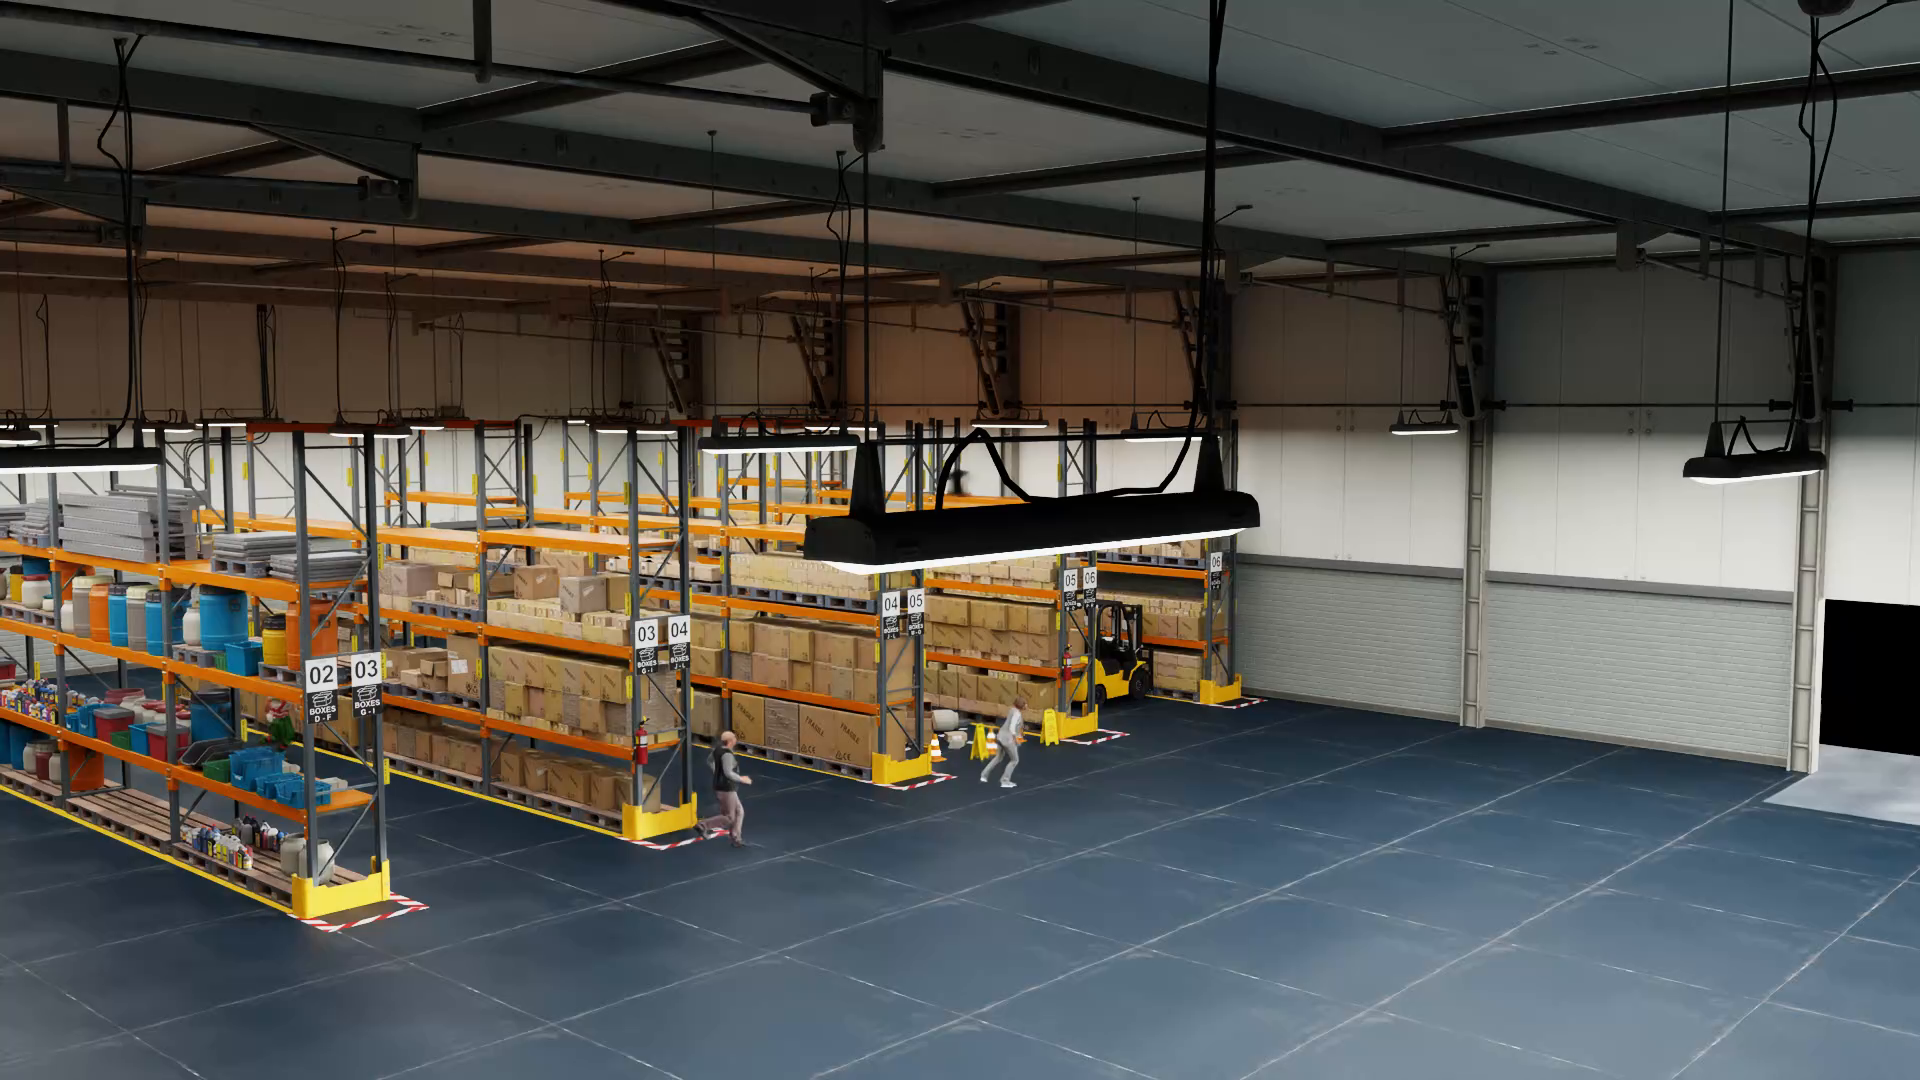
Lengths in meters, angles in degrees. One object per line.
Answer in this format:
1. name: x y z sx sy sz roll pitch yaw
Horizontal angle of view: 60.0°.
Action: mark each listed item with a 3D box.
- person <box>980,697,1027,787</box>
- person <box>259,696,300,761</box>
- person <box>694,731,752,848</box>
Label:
1. person: 0.733 3.337 27.491 0.773 1.511 0.561 -2 5 -19
2. person: -12.050 3.148 29.413 0.992 1.581 0.674 2 5 23
3. person: -3.393 3.574 23.650 0.831 1.712 0.675 -2 5 -20
